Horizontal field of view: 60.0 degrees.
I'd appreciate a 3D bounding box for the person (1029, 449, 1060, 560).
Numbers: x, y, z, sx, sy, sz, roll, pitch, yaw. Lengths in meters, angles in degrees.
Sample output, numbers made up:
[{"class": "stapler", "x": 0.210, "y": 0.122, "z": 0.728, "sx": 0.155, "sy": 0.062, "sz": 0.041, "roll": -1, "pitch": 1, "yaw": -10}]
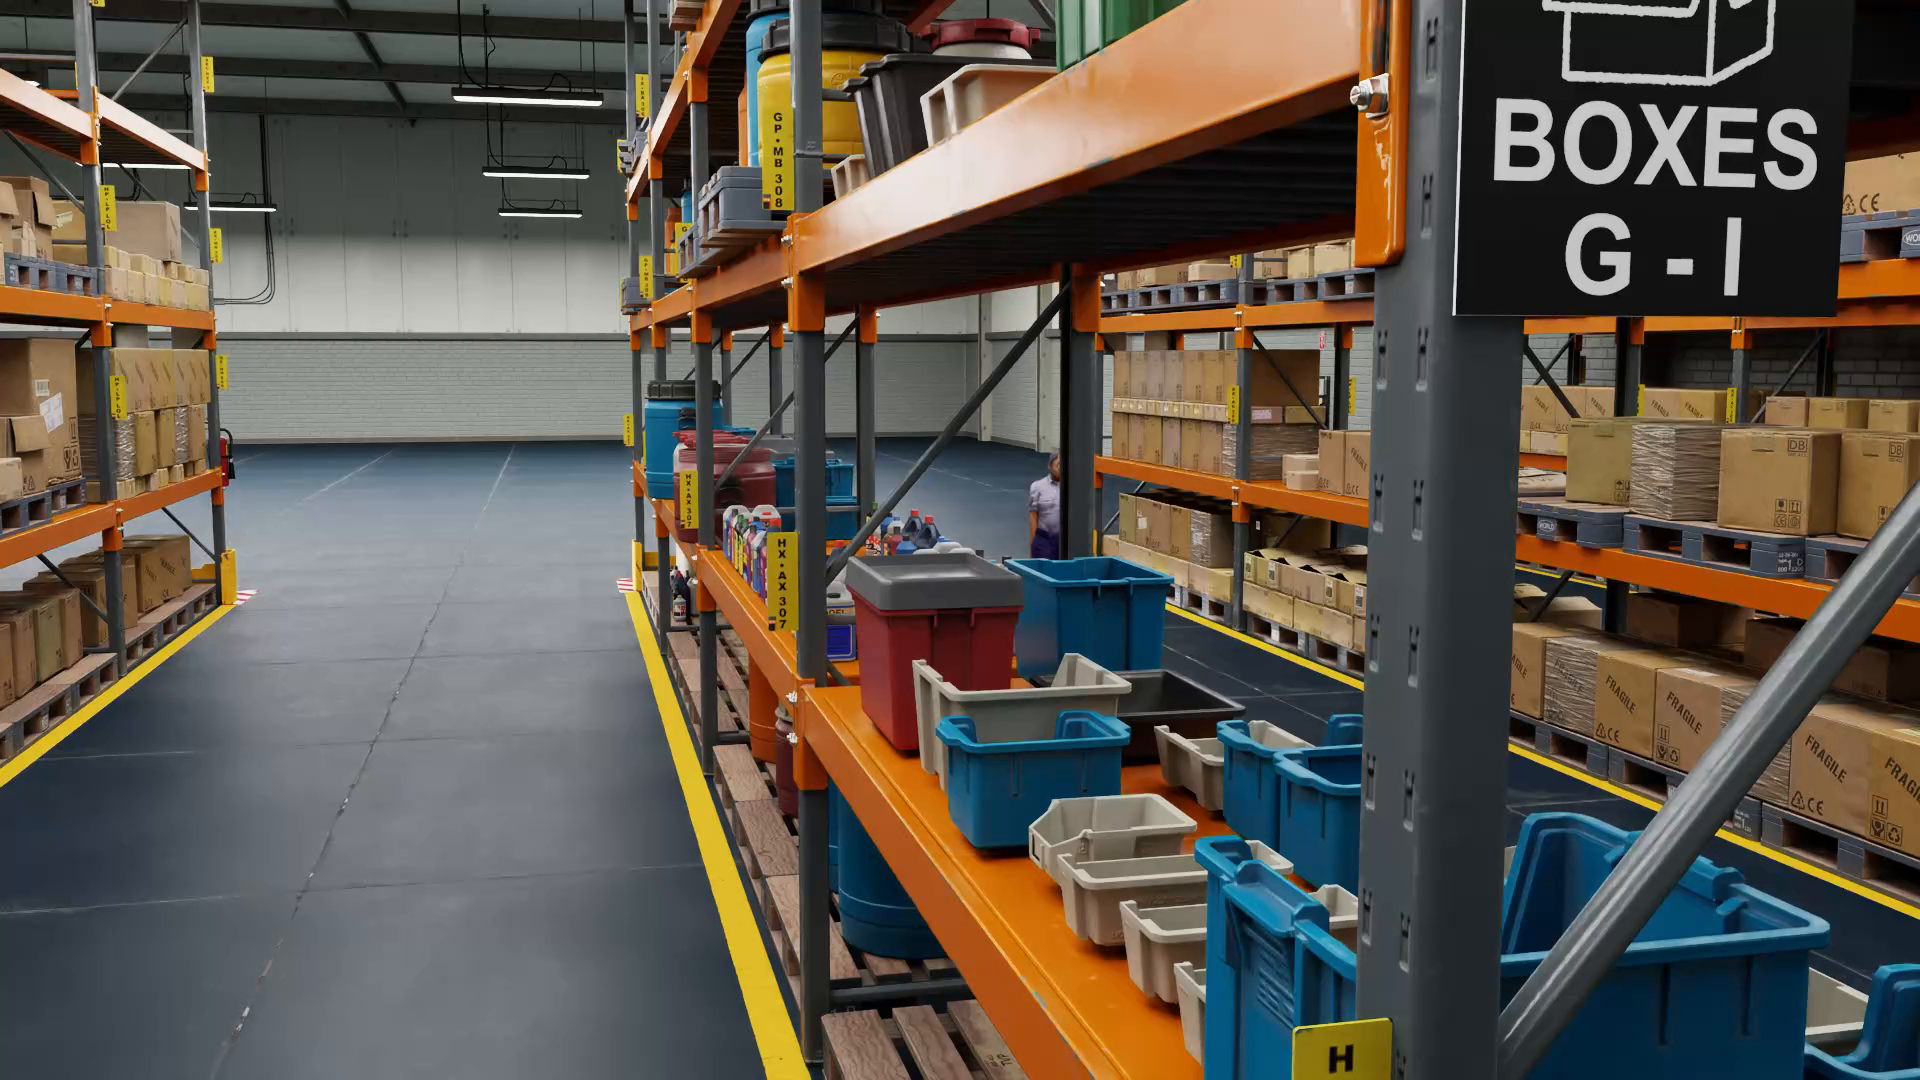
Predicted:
[{"class": "person", "x": 0.802, "y": 0.081, "z": 13.597, "sx": 0.470, "sy": 1.654, "sz": 0.342, "roll": -1, "pitch": 6, "yaw": -13}]
